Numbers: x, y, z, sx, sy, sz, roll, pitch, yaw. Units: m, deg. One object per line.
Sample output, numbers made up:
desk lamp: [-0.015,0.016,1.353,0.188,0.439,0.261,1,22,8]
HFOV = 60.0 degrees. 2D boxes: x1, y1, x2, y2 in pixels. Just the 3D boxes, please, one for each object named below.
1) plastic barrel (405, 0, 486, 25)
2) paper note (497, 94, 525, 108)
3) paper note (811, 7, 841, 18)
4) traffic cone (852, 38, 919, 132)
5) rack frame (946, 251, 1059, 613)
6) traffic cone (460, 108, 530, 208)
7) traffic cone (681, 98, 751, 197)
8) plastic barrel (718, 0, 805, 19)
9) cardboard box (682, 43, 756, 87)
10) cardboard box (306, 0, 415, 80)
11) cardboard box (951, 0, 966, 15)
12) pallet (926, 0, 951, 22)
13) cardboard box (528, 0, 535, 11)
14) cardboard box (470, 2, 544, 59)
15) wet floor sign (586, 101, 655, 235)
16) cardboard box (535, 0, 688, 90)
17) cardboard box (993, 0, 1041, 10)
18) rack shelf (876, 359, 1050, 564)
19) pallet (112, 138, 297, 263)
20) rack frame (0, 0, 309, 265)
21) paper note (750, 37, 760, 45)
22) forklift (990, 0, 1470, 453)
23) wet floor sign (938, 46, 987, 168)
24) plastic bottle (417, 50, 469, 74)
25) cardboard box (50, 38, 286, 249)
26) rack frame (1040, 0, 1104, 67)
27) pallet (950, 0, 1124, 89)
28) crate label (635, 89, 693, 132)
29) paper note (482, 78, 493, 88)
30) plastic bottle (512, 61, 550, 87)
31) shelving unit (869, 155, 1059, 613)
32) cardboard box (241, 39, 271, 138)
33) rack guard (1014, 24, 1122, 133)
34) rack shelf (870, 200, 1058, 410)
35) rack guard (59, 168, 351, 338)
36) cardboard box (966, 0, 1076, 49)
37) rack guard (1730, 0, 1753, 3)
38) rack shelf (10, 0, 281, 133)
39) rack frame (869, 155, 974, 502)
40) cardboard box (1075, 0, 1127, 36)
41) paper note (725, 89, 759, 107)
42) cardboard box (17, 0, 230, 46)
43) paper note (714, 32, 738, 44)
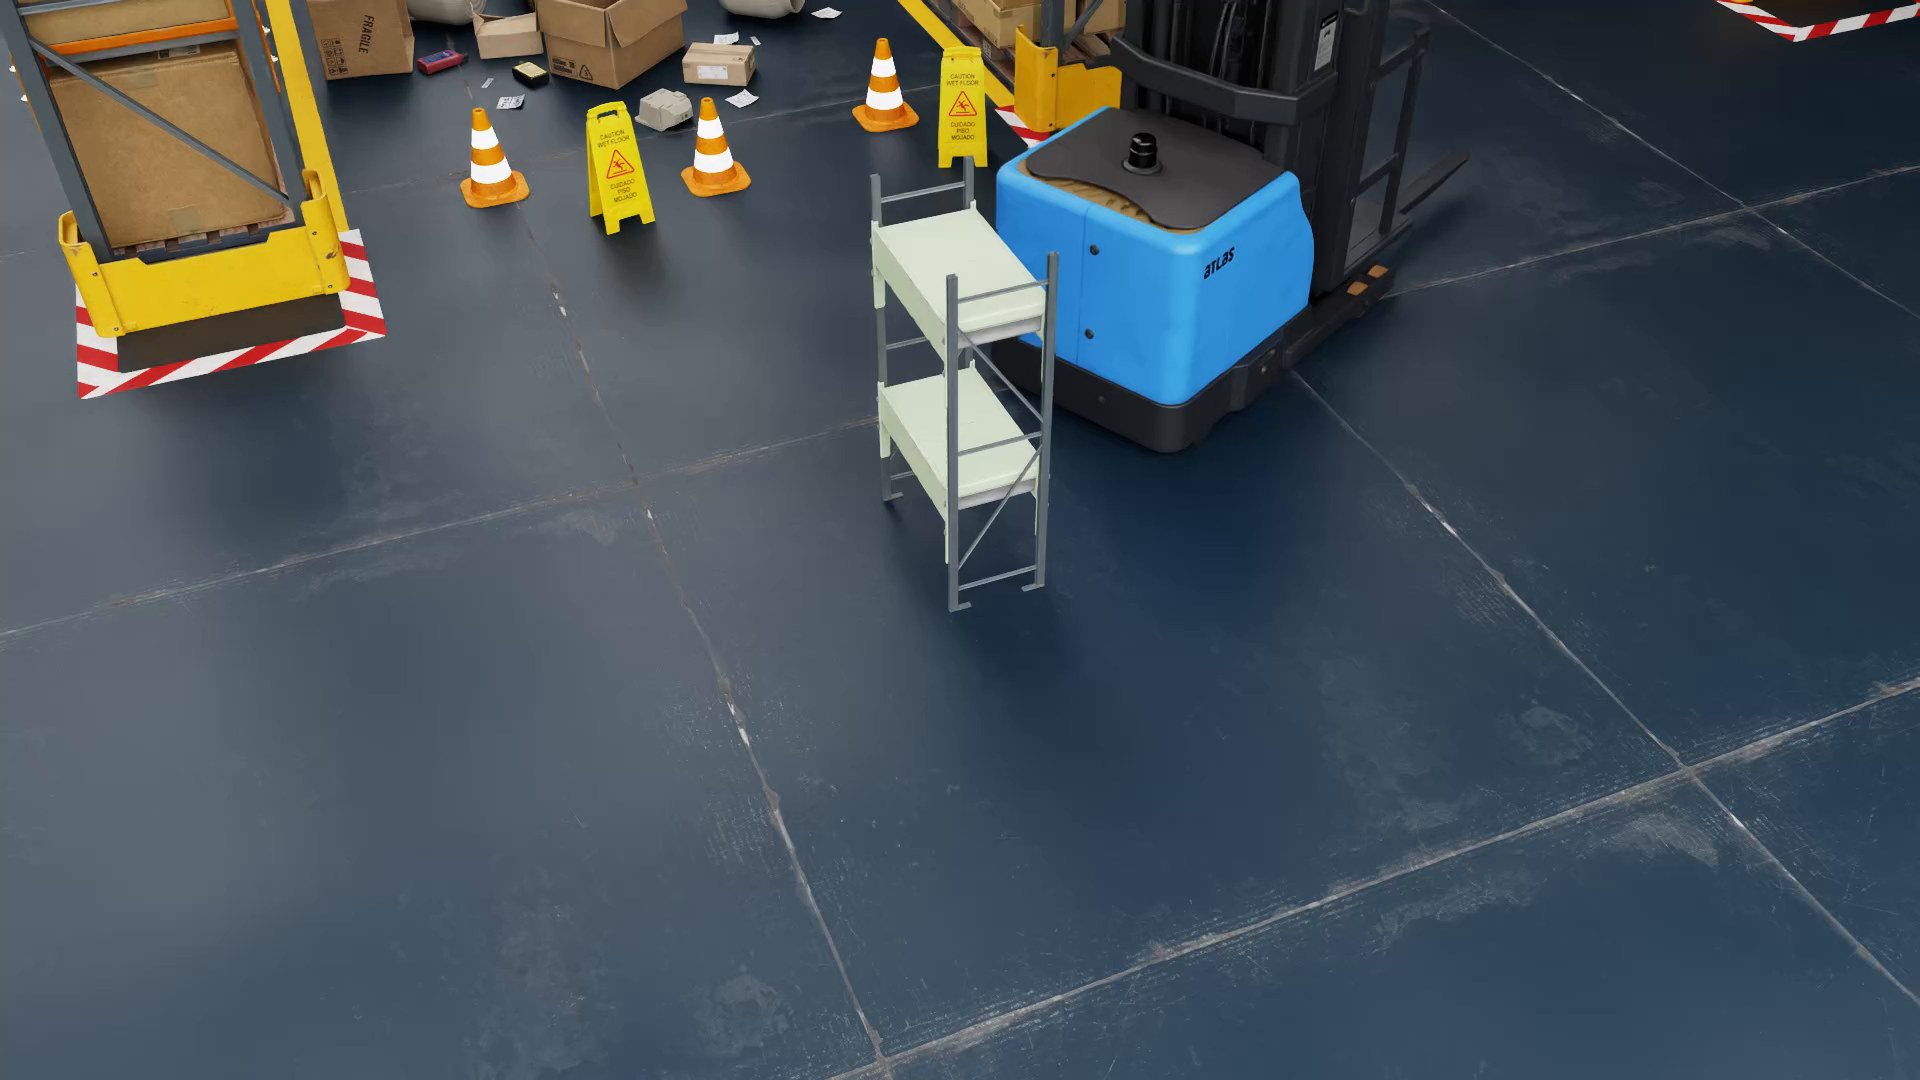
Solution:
plastic barrel: [-3.286,-3.476,10.467,0.512,0.421,0.421,12,42,13]
paper note: [-2.622,-2.560,9.705,0.144,0.017,0.142,-2,41,-2]
paper note: [-0.852,-3.382,10.659,0.142,0.019,0.148,-31,49,-31]
traffic cone: [-0.429,-2.615,9.436,0.336,0.463,0.334,-15,43,-17]
rack frame: [0.143,-0.344,6.000,0.400,1.500,0.023,-15,43,-17]
traffic cone: [-2.498,-2.056,8.786,0.336,0.463,0.334,-15,43,-17]
traffic cone: [-1.324,-2.133,8.876,0.336,0.463,0.334,-15,43,-17]
plastic barrel: [-1.261,-3.529,10.529,0.512,0.421,0.421,12,42,13]
cardboard box: [-1.440,-2.844,9.943,0.380,0.149,0.250,5,41,6]
cardboard box: [-3.595,-3.127,10.001,0.500,0.500,0.500,-8,41,-9]
cardboard box: [0.179,-3.490,10.295,0.500,0.250,0.500,-15,43,-17]
pallet: [0.157,-3.860,11.077,1.003,0.211,1.213,-15,43,-17]
cardboard box: [-2.449,-3.732,10.600,0.797,0.637,0.503,-15,43,-17]
cardboard box: [-2.778,-3.141,10.199,0.396,0.266,0.258,-8,41,-9]
wet floor sign: [-1.767,-1.928,8.497,0.267,0.644,0.232,-23,46,-24]
cardboard box: [-2.084,-3.119,9.992,0.637,0.503,0.797,19,44,20]
cardboard box: [0.380,-3.458,9.682,0.500,0.500,0.500,-15,43,-17]
rack shelf: [0.003,-0.317,6.469,0.431,0.370,0.720,-15,43,-17]
pallet: [-3.985,-1.748,8.621,1.003,0.211,1.213,-15,43,-17]
rack frame: [-3.607,-2.344,7.175,1.000,3.000,0.127,-15,43,-17]
paper note: [-1.275,-3.111,10.360,0.032,0.001,0.123,-15,43,-17]
forklift: [1.468,-2.375,7.264,1.130,2.935,3.031,29,48,29]
wet floor sign: [0.012,-2.365,9.006,0.267,0.644,0.232,-2,41,-2]
plastic bottle: [-3.134,-2.910,10.087,0.283,0.061,0.133,-31,49,-31]
cardboard box: [-3.928,-2.089,8.187,0.875,0.875,0.875,-15,43,-17]
rack frame: [0.928,-3.639,8.682,1.000,3.000,0.127,-15,43,-17]
pallet: [0.620,-3.126,10.223,1.003,0.211,1.213,-15,43,-17]
crate label: [-1.682,-2.468,9.515,0.298,0.136,0.250,27,47,27]
paper note: [-2.815,-2.723,9.909,0.032,0.001,0.123,5,41,6]
plastic bottle: [-2.589,-2.799,9.958,0.133,0.061,0.283,-31,49,-31]
shelving unit: [0.003,-0.565,6.256,0.431,1.500,0.755,-15,43,-17]
cardboard box: [-4.266,-2.619,8.802,0.875,0.875,0.875,-16,43,-18]
rack guard: [0.899,-2.737,9.550,1.175,0.500,0.348,-15,43,-17]
rack shelf: [0.003,-0.861,6.002,0.431,0.370,0.720,-15,43,-17]
rack guard: [-3.598,-1.381,7.973,1.175,0.500,0.348,-15,43,-17]
cardboard box: [0.361,-3.190,9.946,0.500,0.250,0.500,-15,43,-17]
rack guard: [5.521,-3.918,10.922,1.175,0.500,0.348,-15,43,-17]
rack shelf: [-4.372,-3.276,8.810,1.077,0.370,4.000,-15,43,-17]
rack frame: [-0.137,-0.785,6.513,0.400,1.500,0.023,-15,43,-17]
cardboard box: [0.874,-3.311,10.087,0.500,0.250,0.500,-15,43,-17]
paper note: [-1.273,-2.587,9.734,0.148,0.019,0.142,-31,49,-31]
cardboard box: [-3.791,-2.613,7.373,0.875,0.550,0.550,-15,43,-17]
paper note: [-1.460,-3.131,10.377,0.148,0.019,0.142,-2,41,-2]
